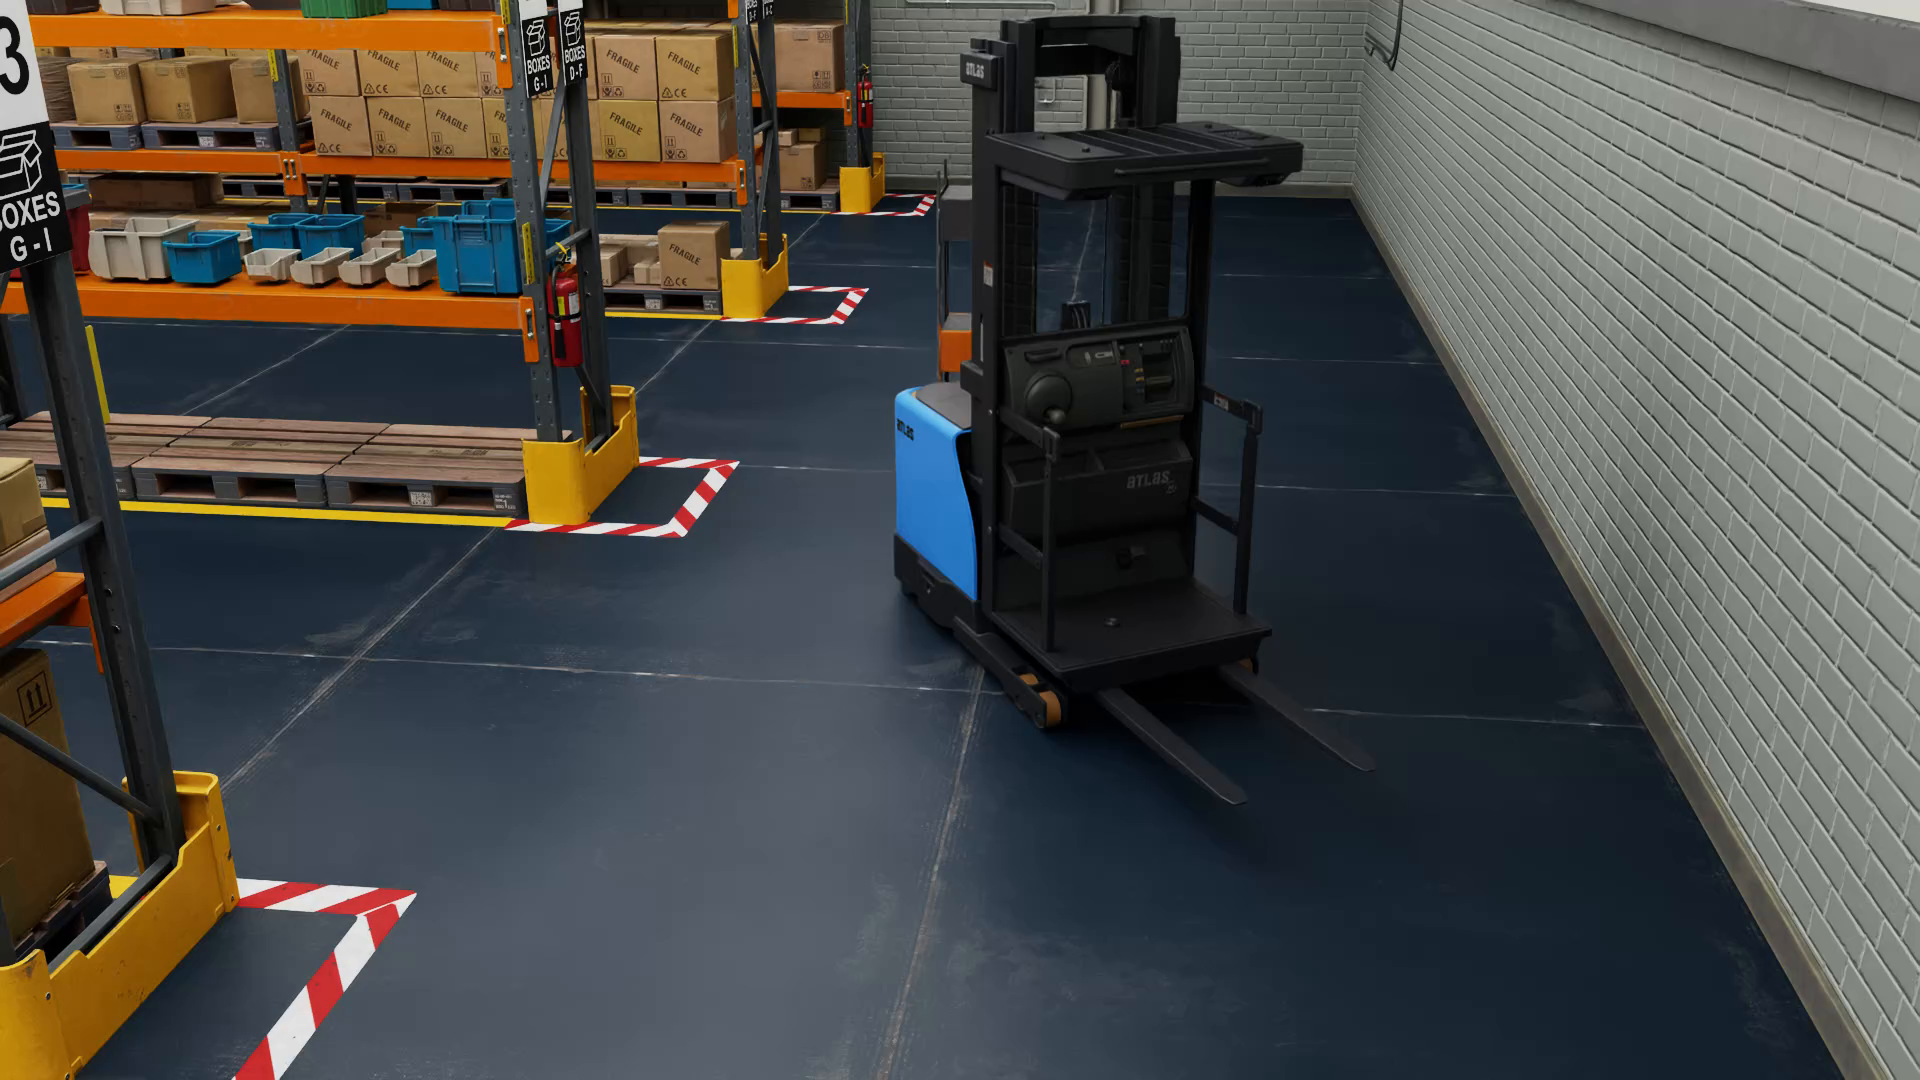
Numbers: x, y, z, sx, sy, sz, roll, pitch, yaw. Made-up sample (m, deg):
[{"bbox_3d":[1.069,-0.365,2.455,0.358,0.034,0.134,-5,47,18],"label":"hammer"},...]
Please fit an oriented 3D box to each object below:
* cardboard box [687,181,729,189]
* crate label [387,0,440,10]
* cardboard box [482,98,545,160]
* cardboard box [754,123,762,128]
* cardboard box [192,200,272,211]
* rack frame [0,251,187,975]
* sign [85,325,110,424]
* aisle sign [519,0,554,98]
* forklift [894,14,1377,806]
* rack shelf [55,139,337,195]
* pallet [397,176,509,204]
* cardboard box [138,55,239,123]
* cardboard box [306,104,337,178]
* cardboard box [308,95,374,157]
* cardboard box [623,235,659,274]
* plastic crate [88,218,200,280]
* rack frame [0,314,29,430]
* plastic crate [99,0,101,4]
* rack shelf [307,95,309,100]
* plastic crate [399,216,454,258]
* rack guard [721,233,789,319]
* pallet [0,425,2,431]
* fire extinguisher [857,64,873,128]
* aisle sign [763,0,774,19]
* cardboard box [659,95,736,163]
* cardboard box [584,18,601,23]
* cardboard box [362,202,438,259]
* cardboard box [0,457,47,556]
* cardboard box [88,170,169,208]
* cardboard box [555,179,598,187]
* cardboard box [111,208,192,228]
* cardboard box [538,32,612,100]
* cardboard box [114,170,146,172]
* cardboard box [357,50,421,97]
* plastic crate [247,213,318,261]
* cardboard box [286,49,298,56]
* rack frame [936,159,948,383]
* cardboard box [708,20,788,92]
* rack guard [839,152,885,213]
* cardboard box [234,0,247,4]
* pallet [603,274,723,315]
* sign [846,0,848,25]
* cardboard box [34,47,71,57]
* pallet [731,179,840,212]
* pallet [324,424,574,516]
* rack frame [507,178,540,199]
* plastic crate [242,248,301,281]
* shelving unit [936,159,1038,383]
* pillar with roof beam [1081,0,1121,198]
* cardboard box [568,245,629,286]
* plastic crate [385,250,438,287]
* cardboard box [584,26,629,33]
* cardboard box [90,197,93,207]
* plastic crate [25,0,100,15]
[{"bbox_3d":[-2.850,-4.381,19.269,0.500,0.500,0.700,2,22,5],"label":"cardboard box"},{"bbox_3d":[-3.191,-3.177,9.520,0.502,0.251,0.408,2,22,6],"label":"crate label"},{"bbox_3d":[-3.714,-3.535,14.166,0.500,0.500,0.500,2,22,6],"label":"cardboard box"},{"bbox_3d":[-2.458,-4.739,19.294,0.250,0.149,0.380,3,22,7],"label":"cardboard box"},{"bbox_3d":[-6.681,-2.846,15.361,0.500,0.500,0.500,3,22,7],"label":"cardboard box"},{"bbox_3d":[-2.896,0.115,5.070,0.127,3.000,1.000,2,22,6],"label":"rack frame"},{"bbox_3d":[-2.824,-0.527,5.408,0.005,0.325,0.100,2,22,6],"label":"sign"},{"bbox_3d":[-2.276,-2.793,8.888,0.004,0.787,0.394,2,22,6],"label":"aisle sign"},{"bbox_3d":[0.720,-0.711,7.251,1.130,2.935,3.031,-9,23,-23],"label":"forklift"},{"bbox_3d":[-7.684,-3.427,15.007,4.000,0.370,1.077,2,22,6],"label":"rack shelf"},{"bbox_3d":[-5.894,-4.193,19.759,1.213,0.211,1.003,2,22,6],"label":"pallet"},{"bbox_3d":[-6.833,-4.026,14.836,0.500,0.500,0.700,6,22,15],"label":"cardboard box"},{"bbox_3d":[-7.507,-4.733,19.684,0.750,0.750,0.750,2,22,6],"label":"cardboard box"},{"bbox_3d":[-5.224,-3.600,14.330,0.500,0.500,0.500,3,22,8],"label":"cardboard box"},{"bbox_3d":[-2.729,-2.577,15.019,0.500,0.250,0.500,2,22,6],"label":"cardboard box"},{"bbox_3d":[-4.790,-1.706,9.756,0.530,0.282,0.437,2,22,6],"label":"plastic crate"},{"bbox_3d":[-6.285,-1.867,10.082,0.127,3.000,1.000,2,22,6],"label":"rack frame"},{"bbox_3d":[-4.977,-3.223,9.791,0.466,0.136,0.293,2,22,6],"label":"plastic crate"},{"bbox_3d":[-7.105,-5.236,19.582,4.000,0.370,1.077,2,22,6],"label":"rack shelf"},{"bbox_3d":[-3.173,-1.803,10.067,0.300,0.233,0.416,2,22,6],"label":"plastic crate"},{"bbox_3d":[-1.802,-2.343,14.686,0.348,0.500,1.175,2,22,6],"label":"rack guard"},{"bbox_3d":[-7.046,-0.619,10.718,1.213,0.211,1.003,2,22,6],"label":"pallet"},{"bbox_3d":[-1.051,-4.927,18.434,0.183,0.674,0.296,2,22,6],"label":"fire extinguisher"},{"bbox_3d":[-1.624,-4.815,14.004,0.004,0.787,0.394,2,22,6],"label":"aisle sign"},{"bbox_3d":[-2.203,-3.469,13.998,0.500,0.500,0.500,3,22,8],"label":"cardboard box"},{"bbox_3d":[-4.582,-5.594,19.102,0.700,0.700,0.980,3,22,7],"label":"cardboard box"},{"bbox_3d":[-5.099,-2.796,15.234,0.500,0.500,0.500,2,22,6],"label":"cardboard box"},{"bbox_3d":[-3.341,-0.073,5.345,0.500,0.250,0.500,2,22,5],"label":"cardboard box"},{"bbox_3d":[-7.641,-3.241,15.339,0.500,0.250,0.500,2,22,5],"label":"cardboard box"},{"bbox_3d":[-4.389,-4.447,19.437,0.500,0.500,0.700,3,22,7],"label":"cardboard box"},{"bbox_3d":[-7.210,-2.680,14.941,0.500,0.500,0.500,3,22,7],"label":"cardboard box"},{"bbox_3d":[-3.218,-3.975,13.918,0.500,0.500,0.500,3,22,8],"label":"cardboard box"},{"bbox_3d":[-9.812,-4.711,20.078,0.500,0.500,0.700,3,22,7],"label":"cardboard box"},{"bbox_3d":[-4.751,-4.041,14.086,0.500,0.500,0.500,2,22,5],"label":"cardboard box"},{"bbox_3d":[-4.125,-1.845,10.172,0.300,0.233,0.416,2,22,6],"label":"plastic crate"},{"bbox_3d":[-7.627,-5.689,19.182,0.500,0.500,0.500,2,22,6],"label":"cardboard box"},{"bbox_3d":[-0.095,-0.986,9.079,0.015,2.100,0.400,2,22,5],"label":"rack frame"},{"bbox_3d":[-2.378,-5.496,18.854,0.700,0.700,0.980,2,22,6],"label":"cardboard box"},{"bbox_3d":[-1.123,-4.147,19.250,0.348,0.500,1.175,2,22,6],"label":"rack guard"},{"bbox_3d":[-8.137,-6.063,19.108,0.500,0.250,0.500,2,22,6],"label":"cardboard box"},{"bbox_3d":[-2.593,-2.243,14.826,1.213,0.211,1.003,2,22,6],"label":"pallet"},{"bbox_3d":[-1.225,-5.762,18.037,0.005,0.325,0.100,2,22,6],"label":"sign"},{"bbox_3d":[-10.799,-5.971,19.728,0.500,0.500,0.700,2,22,6],"label":"cardboard box"},{"bbox_3d":[-1.950,-4.020,19.321,1.213,0.211,1.003,2,22,6],"label":"pallet"},{"bbox_3d":[-3.127,-0.447,10.283,1.213,0.211,1.003,2,22,6],"label":"pallet"},{"bbox_3d":[-5.119,-5.484,19.231,0.127,3.000,1.000,2,22,6],"label":"rack frame"},{"bbox_3d":[-4.006,-1.595,9.672,0.250,0.136,0.298,2,22,6],"label":"plastic crate"},{"bbox_3d":[0.148,-0.978,9.057,0.503,2.100,0.431,2,22,5],"label":"shelving unit"},{"bbox_3d":[1.130,-6.728,14.218,0.400,9.000,9.100,2,22,6],"label":"pillar with roof beam"},{"bbox_3d":[-3.235,-2.414,14.607,0.500,0.250,0.500,2,22,6],"label":"cardboard box"},{"bbox_3d":[-3.144,-1.568,9.604,0.243,0.136,0.396,2,22,6],"label":"plastic crate"},{"bbox_3d":[-3.152,-4.172,14.418,0.500,0.500,0.500,3,22,7],"label":"cardboard box"},{"bbox_3d":[-8.200,-2.913,15.530,0.500,0.500,0.500,2,22,4],"label":"cardboard box"},{"bbox_3d":[-5.084,-3.047,9.165,0.590,0.269,0.497,2,22,6],"label":"plastic crate"}]
